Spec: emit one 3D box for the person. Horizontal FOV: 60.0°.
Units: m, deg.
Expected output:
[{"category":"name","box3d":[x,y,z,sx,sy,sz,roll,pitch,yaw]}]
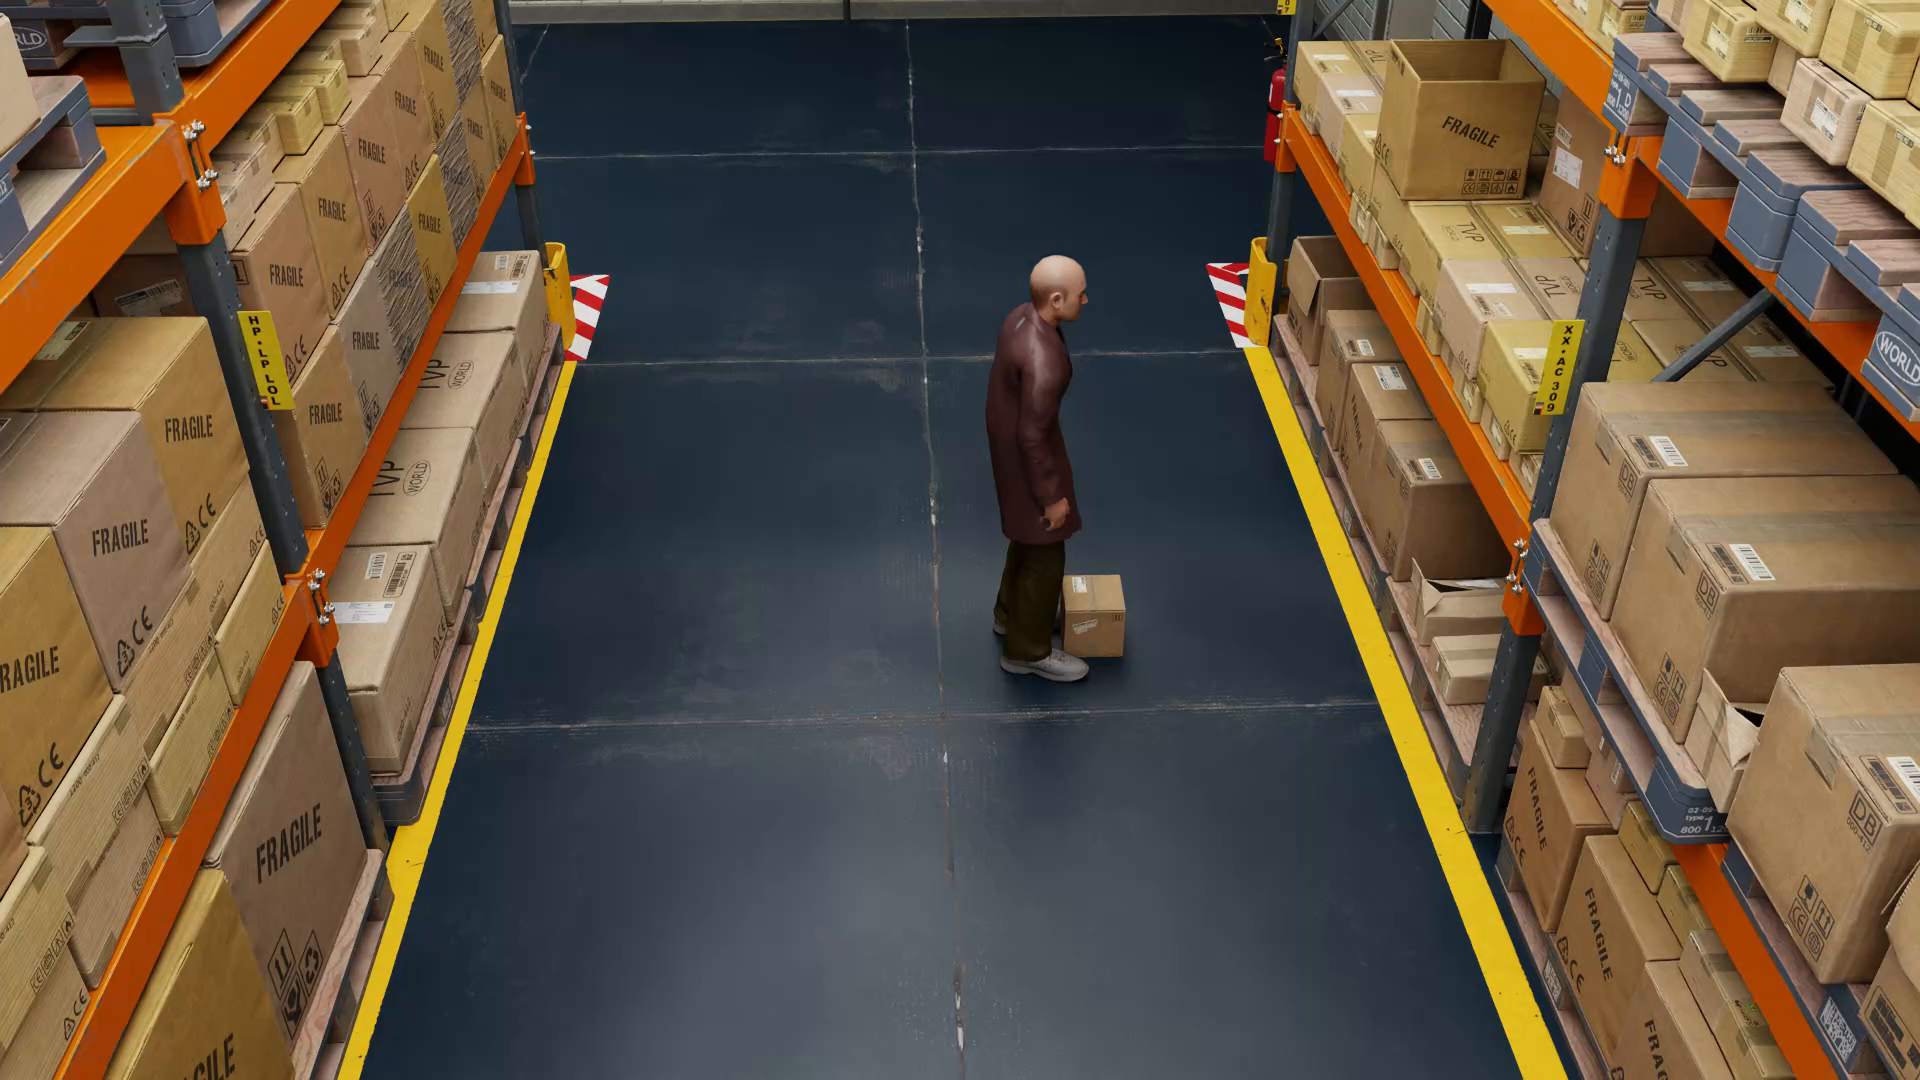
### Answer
[{"category":"person","box3d":[0.312,-0.293,6.580,0.421,1.774,0.642,-2,35,-2]}]
